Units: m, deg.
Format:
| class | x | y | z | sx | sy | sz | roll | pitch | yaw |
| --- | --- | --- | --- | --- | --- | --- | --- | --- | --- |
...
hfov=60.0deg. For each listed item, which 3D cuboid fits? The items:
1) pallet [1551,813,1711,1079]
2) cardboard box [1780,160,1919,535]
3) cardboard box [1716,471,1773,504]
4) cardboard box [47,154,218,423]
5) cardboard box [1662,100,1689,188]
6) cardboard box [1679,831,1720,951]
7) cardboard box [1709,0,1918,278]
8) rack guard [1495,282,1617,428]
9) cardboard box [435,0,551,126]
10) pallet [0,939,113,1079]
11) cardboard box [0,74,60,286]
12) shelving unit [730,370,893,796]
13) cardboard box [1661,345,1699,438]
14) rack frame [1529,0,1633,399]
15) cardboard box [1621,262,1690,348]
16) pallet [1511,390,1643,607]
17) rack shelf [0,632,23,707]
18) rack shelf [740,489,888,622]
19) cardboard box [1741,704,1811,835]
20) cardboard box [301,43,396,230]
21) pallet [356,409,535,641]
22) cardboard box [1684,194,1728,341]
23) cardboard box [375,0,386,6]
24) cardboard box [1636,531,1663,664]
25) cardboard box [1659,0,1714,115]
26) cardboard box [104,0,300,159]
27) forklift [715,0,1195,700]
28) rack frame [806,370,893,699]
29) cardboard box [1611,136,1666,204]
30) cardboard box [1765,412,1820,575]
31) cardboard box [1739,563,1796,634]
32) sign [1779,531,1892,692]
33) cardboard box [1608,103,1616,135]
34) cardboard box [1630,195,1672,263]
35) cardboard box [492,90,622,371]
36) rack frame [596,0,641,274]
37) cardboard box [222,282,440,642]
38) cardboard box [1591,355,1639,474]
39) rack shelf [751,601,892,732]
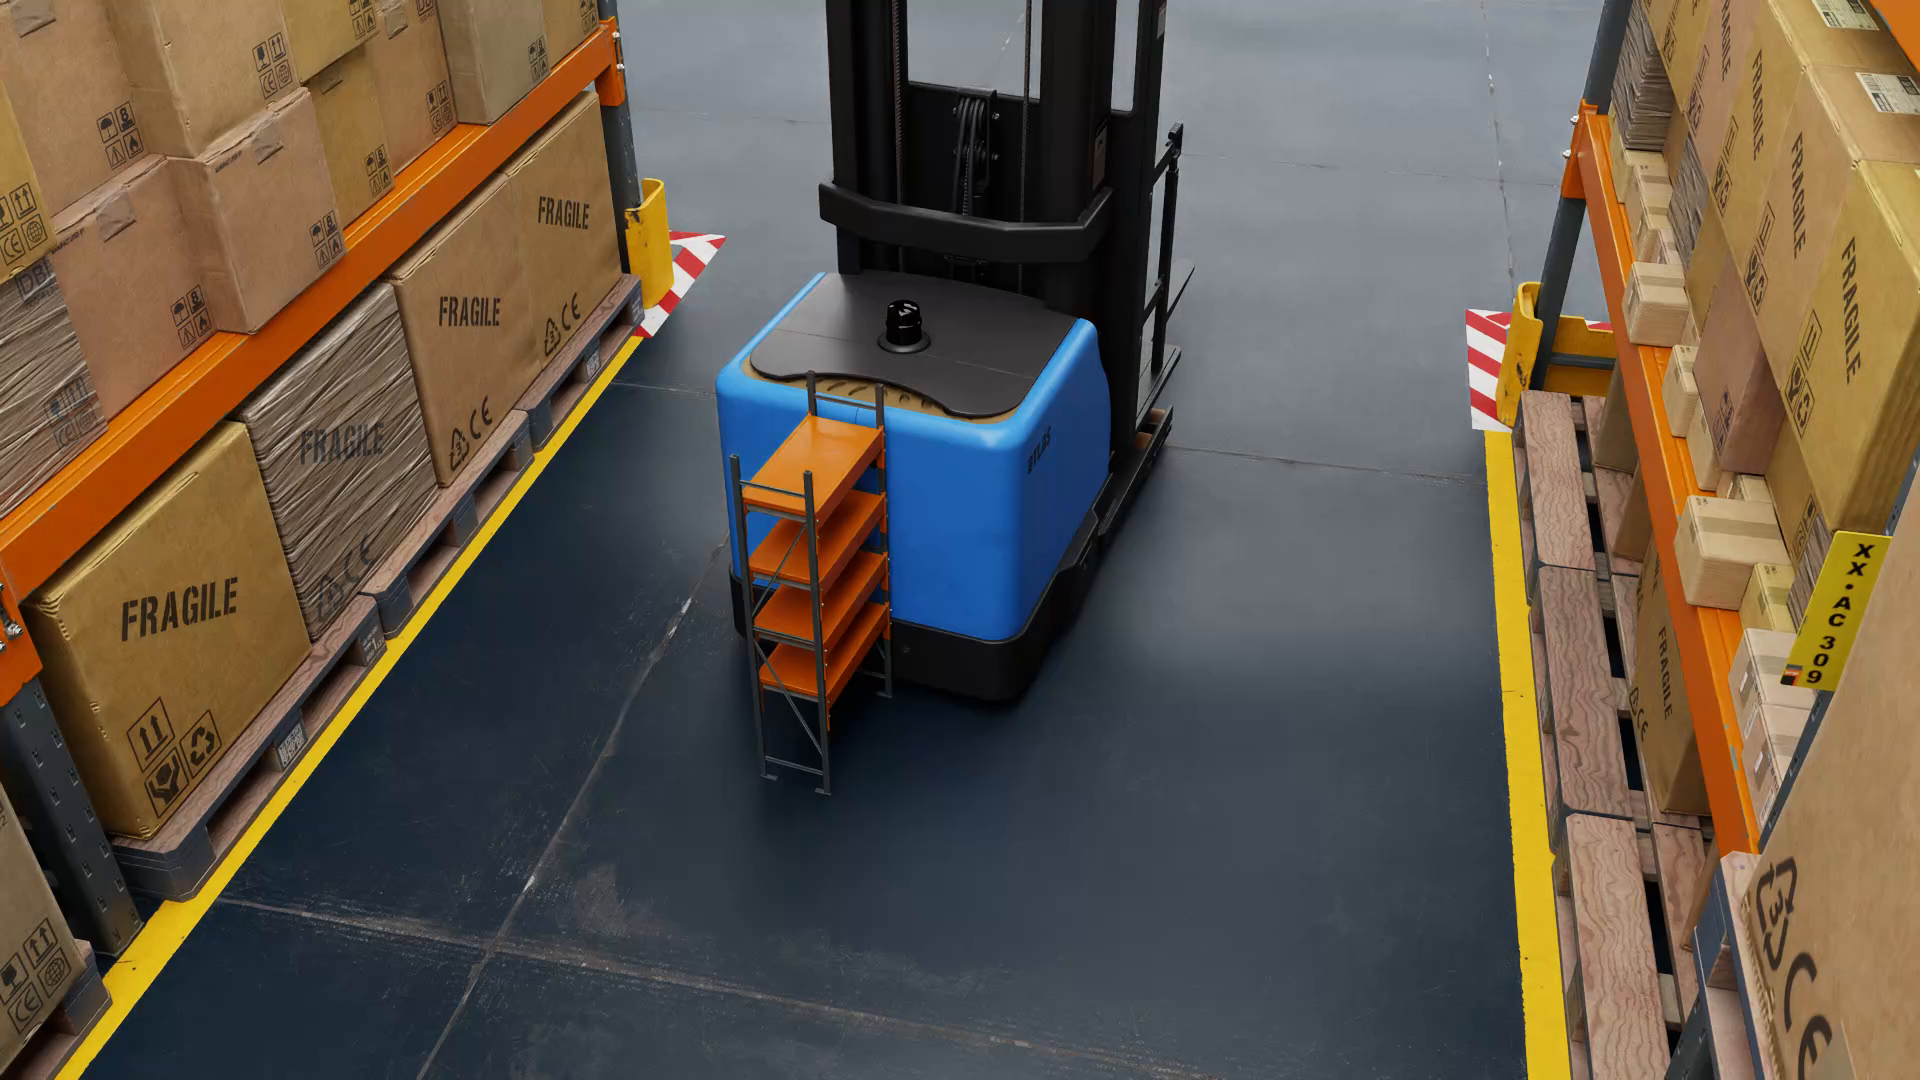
| class | x | y | z | sx | sy | sz | roll | pitch | yaw |
| --- | --- | --- | --- | --- | --- | --- | --- | --- | --- |
| pallet | 2.113 | 1.277 | 4.308 | 1.003 | 0.211 | 1.213 | 7 | 37 | 10 |
| cardboard box | 1.831 | -0.321 | 2.945 | 0.500 | 0.500 | 0.500 | 7 | 37 | 10 |
| cardboard box | 2.064 | -0.083 | 4.022 | 0.380 | 0.149 | 0.250 | 7 | 37 | 10 |
| cardboard box | -2.658 | -0.734 | 4.579 | 0.875 | 0.550 | 0.550 | 7 | 37 | 10 |
| cardboard box | 2.724 | -1.303 | 5.153 | 0.875 | 0.500 | 0.500 | 7 | 37 | 10 |
| cardboard box | 2.243 | 0.826 | 4.326 | 0.500 | 0.500 | 0.500 | 19 | 40 | 24 |
| cardboard box | 2.044 | -0.894 | 3.737 | 0.500 | 0.500 | 0.500 | 7 | 37 | 10 |
| rack guard | 2.842 | -0.700 | 6.789 | 1.175 | 0.500 | 0.348 | 7 | 37 | 10 |
| cardboard box | -2.097 | -1.959 | 6.270 | 0.875 | 0.550 | 0.550 | 7 | 37 | 10 |
| pallet | -2.911 | 1.439 | 4.085 | 1.003 | 0.211 | 1.213 | 7 | 37 | 10 |
| cardboard box | -2.708 | -0.847 | 3.815 | 0.875 | 0.550 | 0.550 | 7 | 37 | 10 |
| shelving unit | -0.424 | 0.146 | 5.026 | 0.258 | 1.200 | 0.503 | 13 | 38 | 17 |
| cardboard box | 2.097 | -0.379 | 4.431 | 0.380 | 0.149 | 0.250 | 7 | 37 | 10 |
| rack frame | 2.858 | -1.755 | 6.116 | 1.000 | 3.000 | 0.127 | 7 | 37 | 10 |
| cardboard box | 2.149 | -0.672 | 4.836 | 0.380 | 0.149 | 0.250 | 7 | 37 | 10 |
| pallet | 2.634 | -0.121 | 6.238 | 1.003 | 0.211 | 1.213 | 7 | 37 | 10 |
| rack shelf | -3.247 | 1.296 | 2.519 | 1.077 | 0.370 | 4.000 | 7 | 37 | 10 |
| rack shelf | -0.424 | 0.020 | 4.934 | 0.258 | 0.148 | 0.480 | 13 | 38 | 17 |
| cardboard box | 1.763 | 0.479 | 3.247 | 0.380 | 0.149 | 0.250 | 7 | 37 | 10 |
| cardboard box | -2.412 | -1.345 | 5.422 | 0.875 | 0.550 | 0.500 | 7 | 37 | 10 |
| pallet | -2.323 | -0.140 | 6.264 | 1.003 | 0.211 | 1.213 | 7 | 37 | 10 |
| cardboard box | 2.457 | -0.736 | 4.371 | 0.875 | 0.500 | 0.500 | 7 | 37 | 10 |
| cardboard box | -2.362 | -2.094 | 5.536 | 0.875 | 0.550 | 0.550 | 7 | 37 | 10 |
| cardboard box | 2.462 | 0.146 | 5.265 | 0.500 | 0.500 | 0.500 | 11 | 37 | 14 |
| cardboard box | 2.255 | -1.467 | 4.528 | 0.500 | 0.500 | 0.500 | 7 | 37 | 10 |
| cardboard box | -2.454 | -1.469 | 4.673 | 0.875 | 0.550 | 0.550 | 7 | 37 | 10 |
| forklift | 0.222 | -1.528 | 5.861 | 1.130 | 2.935 | 3.031 | 13 | 38 | 17 |
| rack frame | -0.337 | 0.013 | 5.210 | 0.240 | 1.200 | 0.015 | 13 | 38 | 17 |
| cardboard box | 2.424 | -1.238 | 5.616 | 0.380 | 0.149 | 0.250 | 7 | 37 | 10 |
| cardboard box | 2.302 | -0.156 | 3.570 | 0.875 | 0.500 | 0.500 | 7 | 37 | 10 |
| cardboard box | 1.937 | 0.201 | 3.630 | 0.380 | 0.149 | 0.250 | 7 | 37 | 10 |
| sign | 1.472 | 0.124 | 2.786 | 0.100 | 0.325 | 0.005 | 7 | 37 | 10 |
| cardboard box | 2.564 | -1.520 | 6.006 | 0.380 | 0.149 | 0.250 | 7 | 37 | 10 |
| cardboard box | 2.331 | -0.949 | 5.218 | 0.380 | 0.149 | 0.250 | 7 | 37 | 10 |
| cardboard box | -2.046 | -1.348 | 7.006 | 0.875 | 0.875 | 0.875 | 8 | 37 | 10 |
| rack frame | -1.966 | -2.435 | 7.054 | 1.000 | 3.000 | 0.127 | 7 | 37 | 10 |
| cardboard box | -2.429 | -0.321 | 5.589 | 0.875 | 0.875 | 0.875 | 8 | 37 | 10 |
| cardboard box | 2.709 | -0.557 | 6.235 | 0.500 | 0.500 | 0.500 | 14 | 38 | 19 |
| rack shelf | -0.424 | 0.362 | 5.182 | 0.258 | 0.148 | 0.480 | 13 | 38 | 17 |
